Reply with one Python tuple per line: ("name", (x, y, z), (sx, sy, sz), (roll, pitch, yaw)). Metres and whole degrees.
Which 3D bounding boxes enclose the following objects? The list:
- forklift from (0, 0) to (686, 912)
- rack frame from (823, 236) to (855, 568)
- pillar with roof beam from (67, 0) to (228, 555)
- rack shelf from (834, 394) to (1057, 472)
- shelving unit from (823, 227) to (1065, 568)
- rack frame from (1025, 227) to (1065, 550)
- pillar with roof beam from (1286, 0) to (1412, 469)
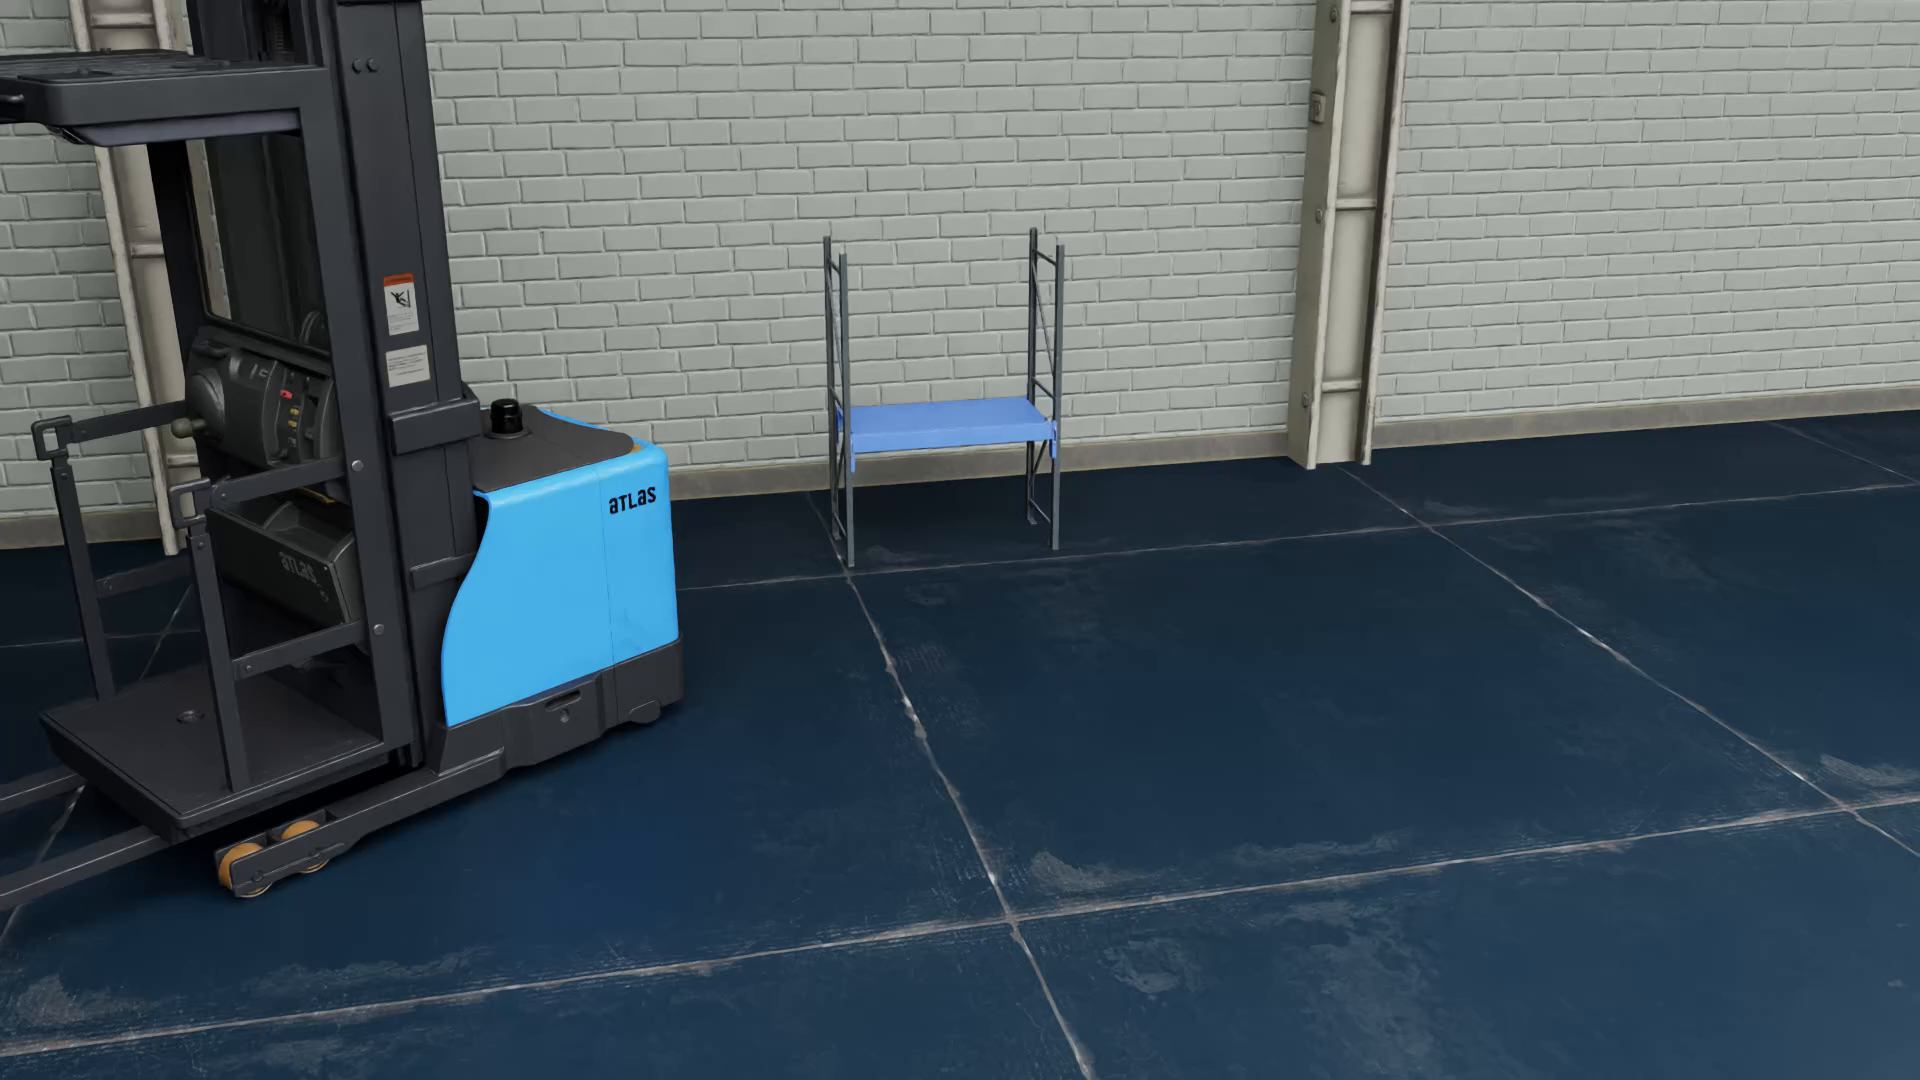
("forklift", (-2.426, -0.447, 5.274), (1.130, 2.935, 3.031), (17, 26, 39))
("rack frame", (-0.578, -0.657, 7.928), (0.032, 1.500, 0.500), (-5, 21, -12))
("pillar with roof beam", (-2.731, -2.776, 2.810), (0.400, 9.000, 9.100), (-5, 21, -12))
("rack shelf", (-0.083, -0.529, 8.100), (1.000, 0.185, 0.538), (-5, 21, -12))
("shelving unit", (-0.083, -0.697, 8.038), (1.048, 1.500, 0.538), (-5, 21, -12))
("rack frame", (0.412, -0.738, 8.148), (0.032, 1.500, 0.500), (-5, 21, -12))
("pillar with roof beam", (3.108, -3.251, 4.107), (0.400, 9.000, 9.100), (-5, 21, -12))
